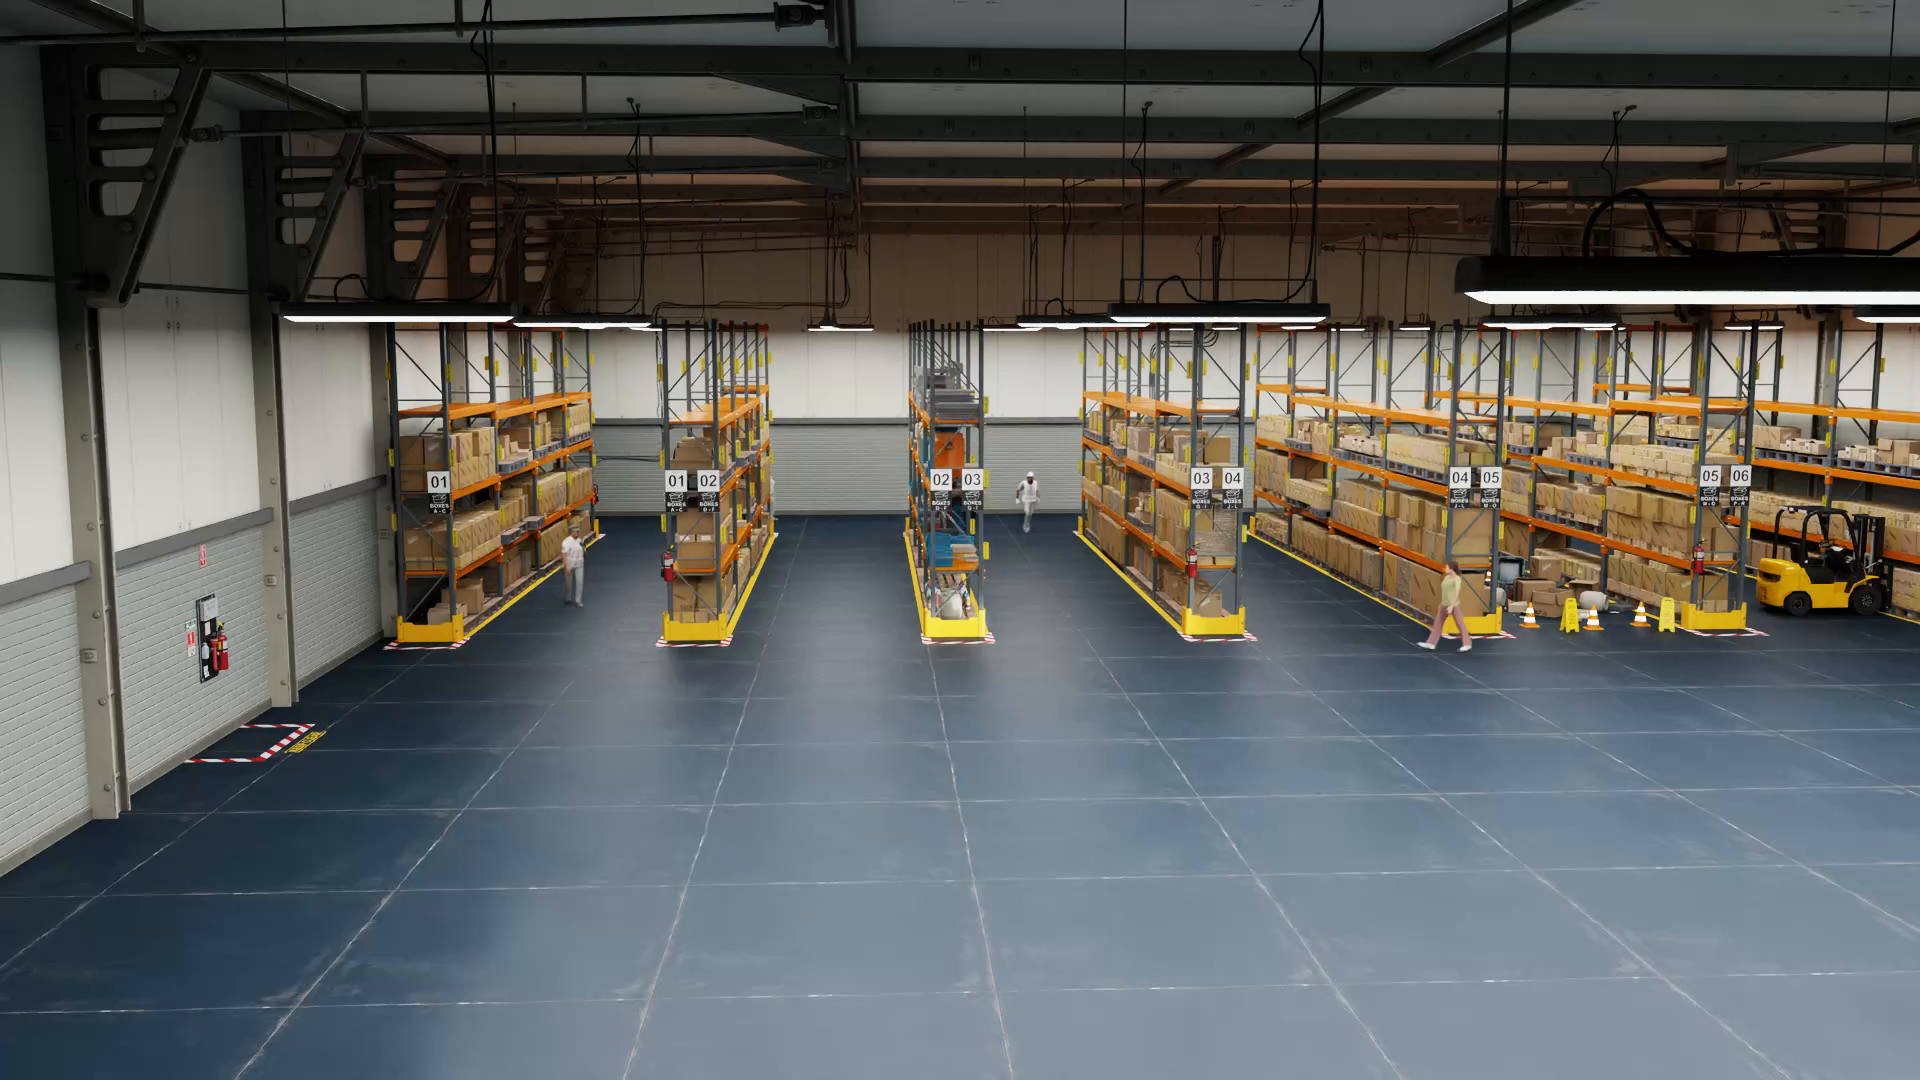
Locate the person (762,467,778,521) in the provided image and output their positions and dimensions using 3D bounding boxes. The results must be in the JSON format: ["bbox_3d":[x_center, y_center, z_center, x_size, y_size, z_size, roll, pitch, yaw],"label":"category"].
[{"bbox_3d":[-5.913,-1.428,51.159,0.622,1.661,0.488,2,7,13],"label":"person"}]

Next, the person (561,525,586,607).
[{"bbox_3d":[-8.174,0.529,35.172,0.510,1.712,0.973,-2,7,-18],"label":"person"}]

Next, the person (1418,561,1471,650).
[{"bbox_3d":[8.843,1.184,30.152,0.823,1.641,0.588,-3,8,-25],"label":"person"}]

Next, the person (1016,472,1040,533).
[{"bbox_3d":[1.995,-1.070,48.418,0.637,1.841,0.746,-3,8,-22],"label":"person"}]
